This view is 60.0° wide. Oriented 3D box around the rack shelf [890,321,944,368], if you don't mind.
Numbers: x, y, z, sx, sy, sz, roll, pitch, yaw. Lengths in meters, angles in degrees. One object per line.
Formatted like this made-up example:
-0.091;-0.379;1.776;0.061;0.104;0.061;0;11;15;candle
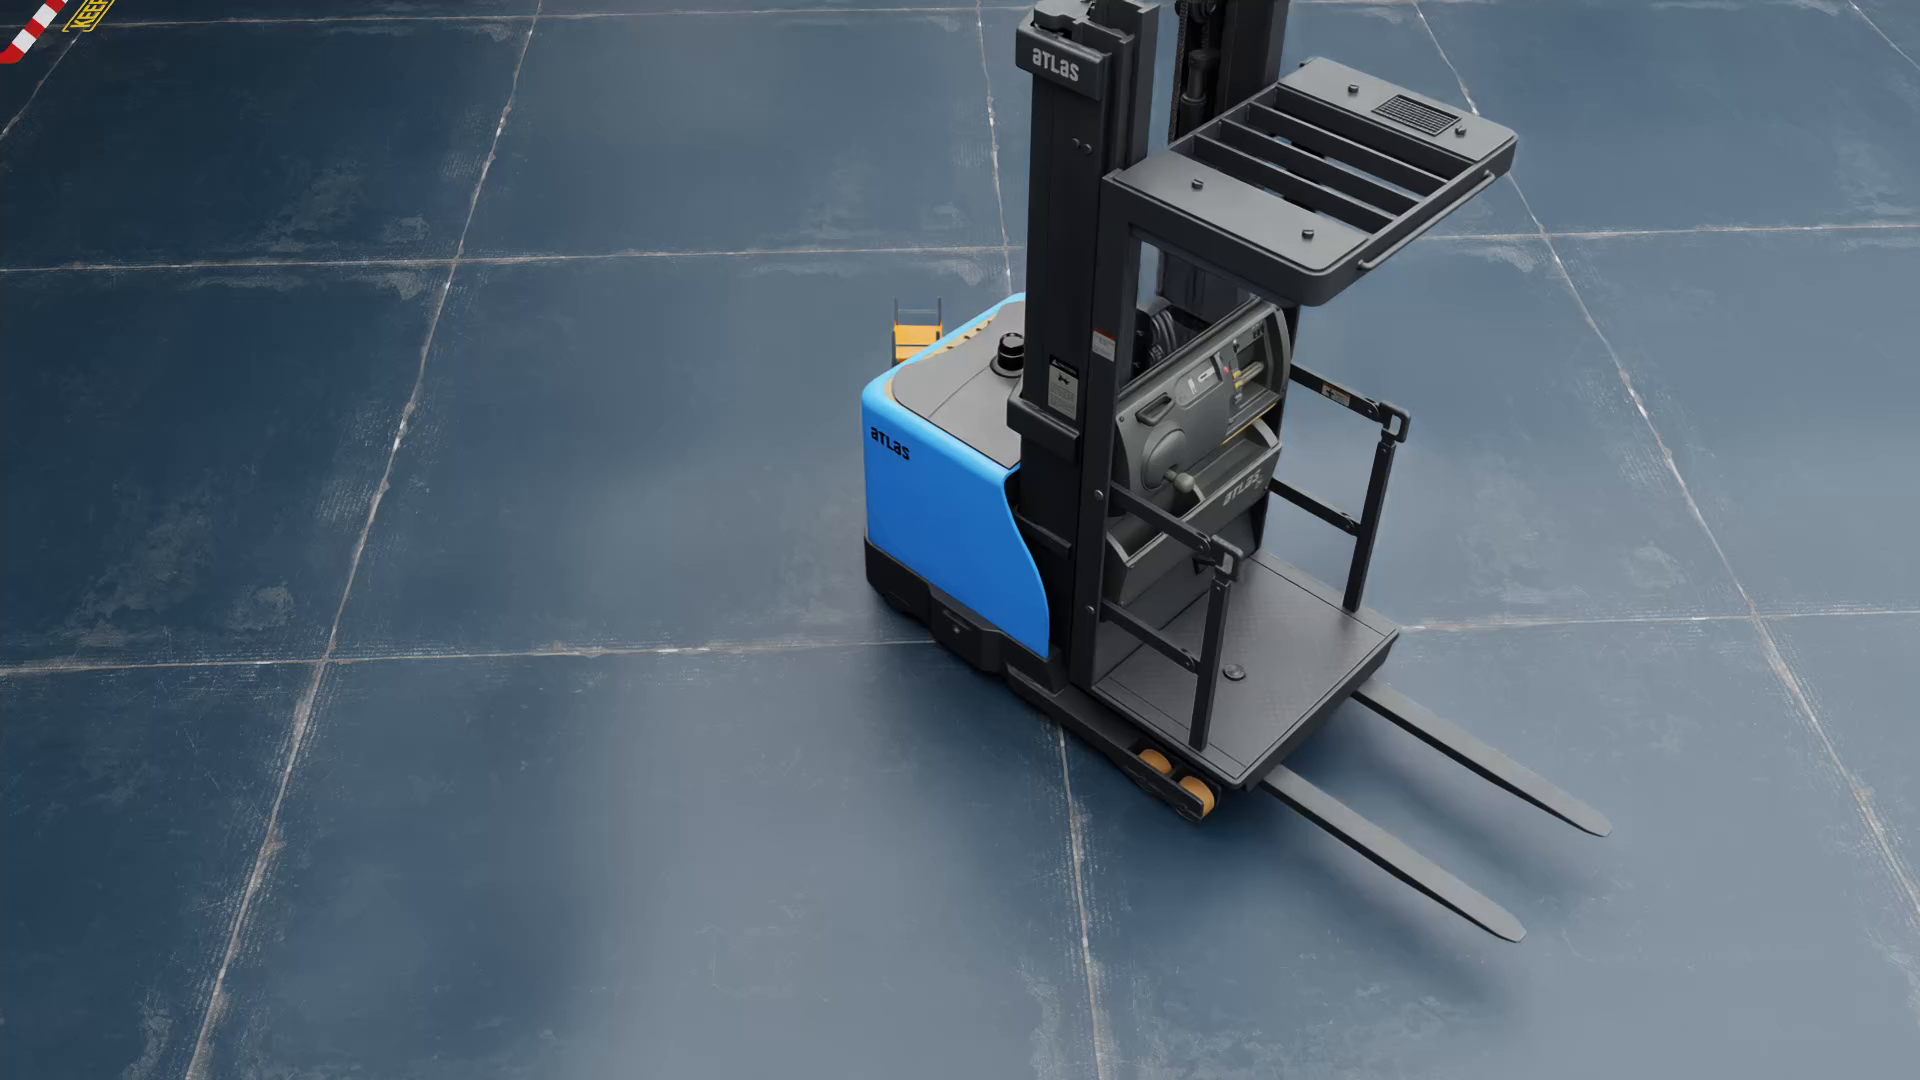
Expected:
-0.179;-0.748;7.034;0.215;0.259;0.240;1;43;1;rack shelf

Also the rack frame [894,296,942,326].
-0.177;-0.629;7.309;0.200;1.050;0.008;1;43;1;rack frame

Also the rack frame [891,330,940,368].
-0.181;-0.464;7.129;0.200;1.050;0.008;1;43;1;rack frame

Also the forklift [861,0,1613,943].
1.012;-0.429;5.699;3.031;2.935;1.130;33;52;31;forklift

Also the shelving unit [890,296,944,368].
-0.179;-0.547;7.219;0.215;1.050;0.252;1;43;1;shelving unit
